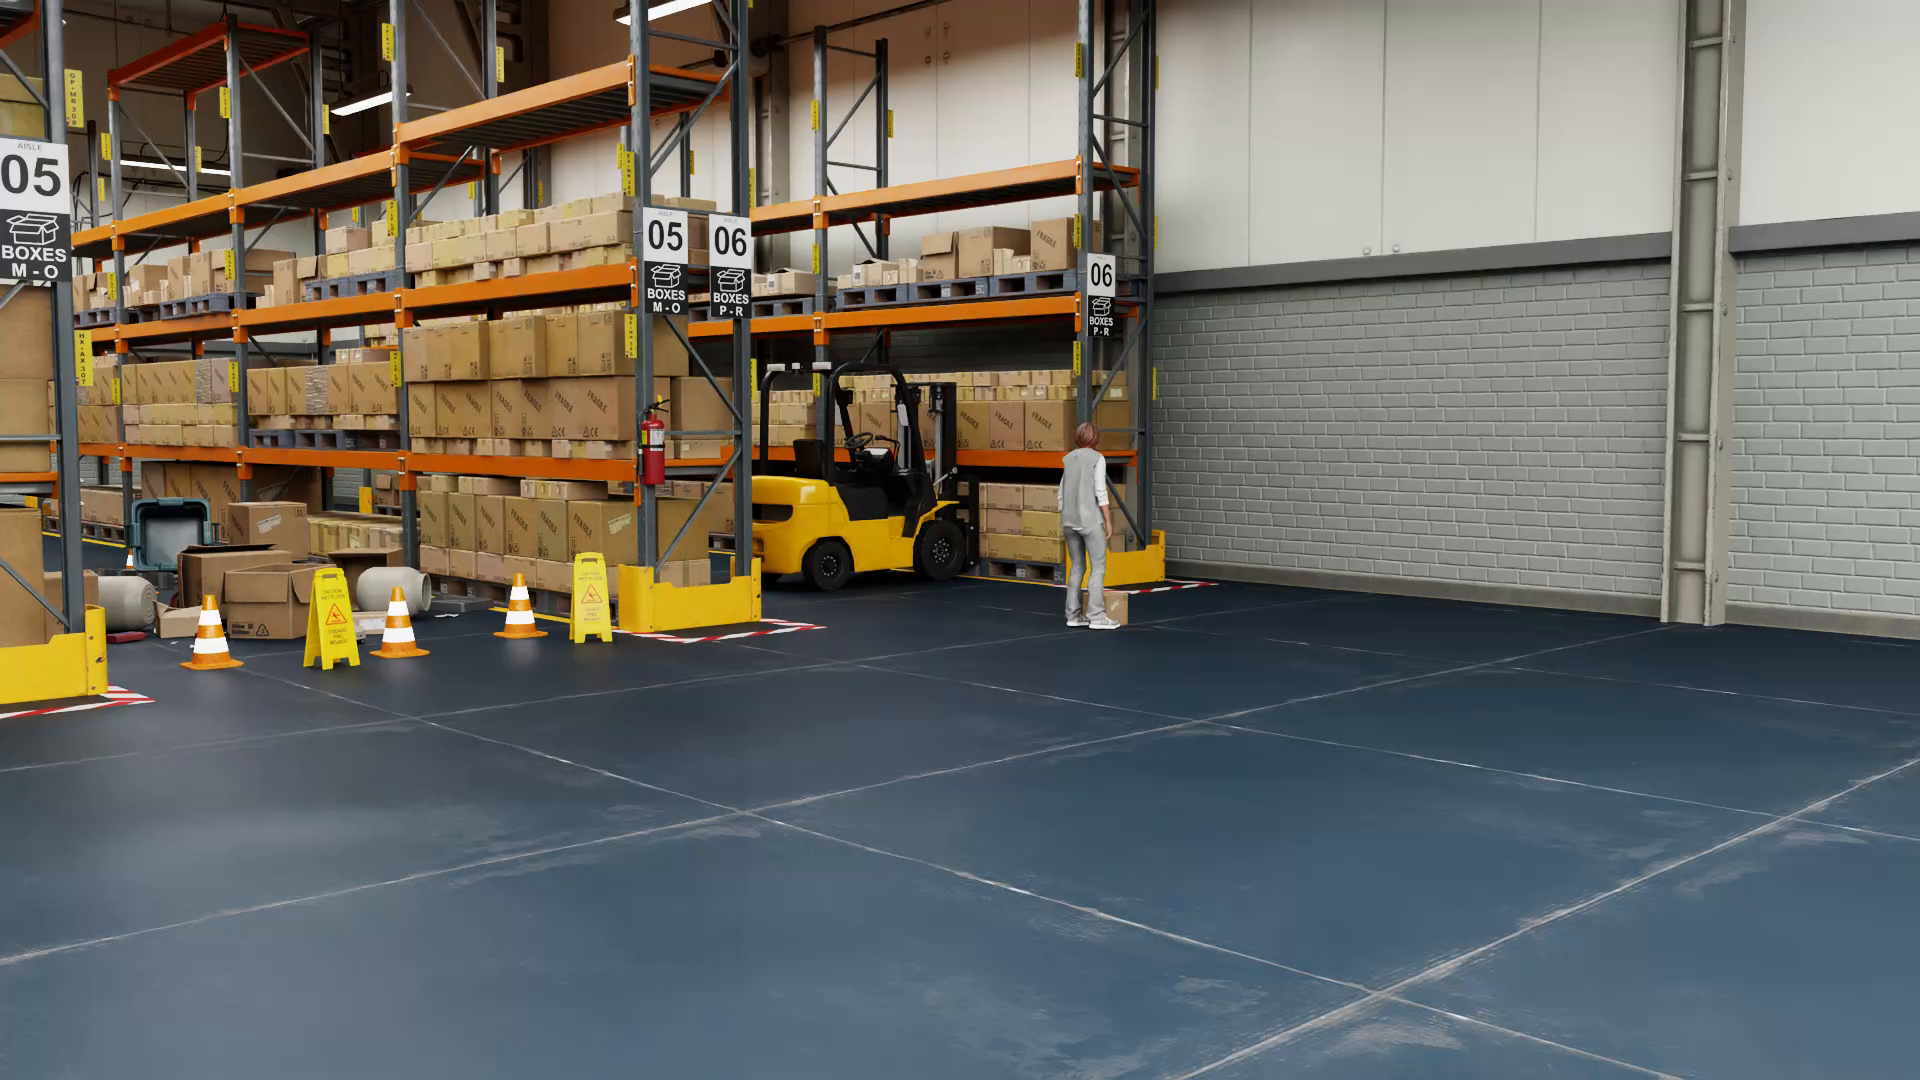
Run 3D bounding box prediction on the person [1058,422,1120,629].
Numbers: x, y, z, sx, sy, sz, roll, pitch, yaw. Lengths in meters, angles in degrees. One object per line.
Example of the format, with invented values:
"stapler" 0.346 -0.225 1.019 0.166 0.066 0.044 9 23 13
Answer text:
"person" 0.971 -0.114 12.866 0.484 1.592 0.347 4 6 42
